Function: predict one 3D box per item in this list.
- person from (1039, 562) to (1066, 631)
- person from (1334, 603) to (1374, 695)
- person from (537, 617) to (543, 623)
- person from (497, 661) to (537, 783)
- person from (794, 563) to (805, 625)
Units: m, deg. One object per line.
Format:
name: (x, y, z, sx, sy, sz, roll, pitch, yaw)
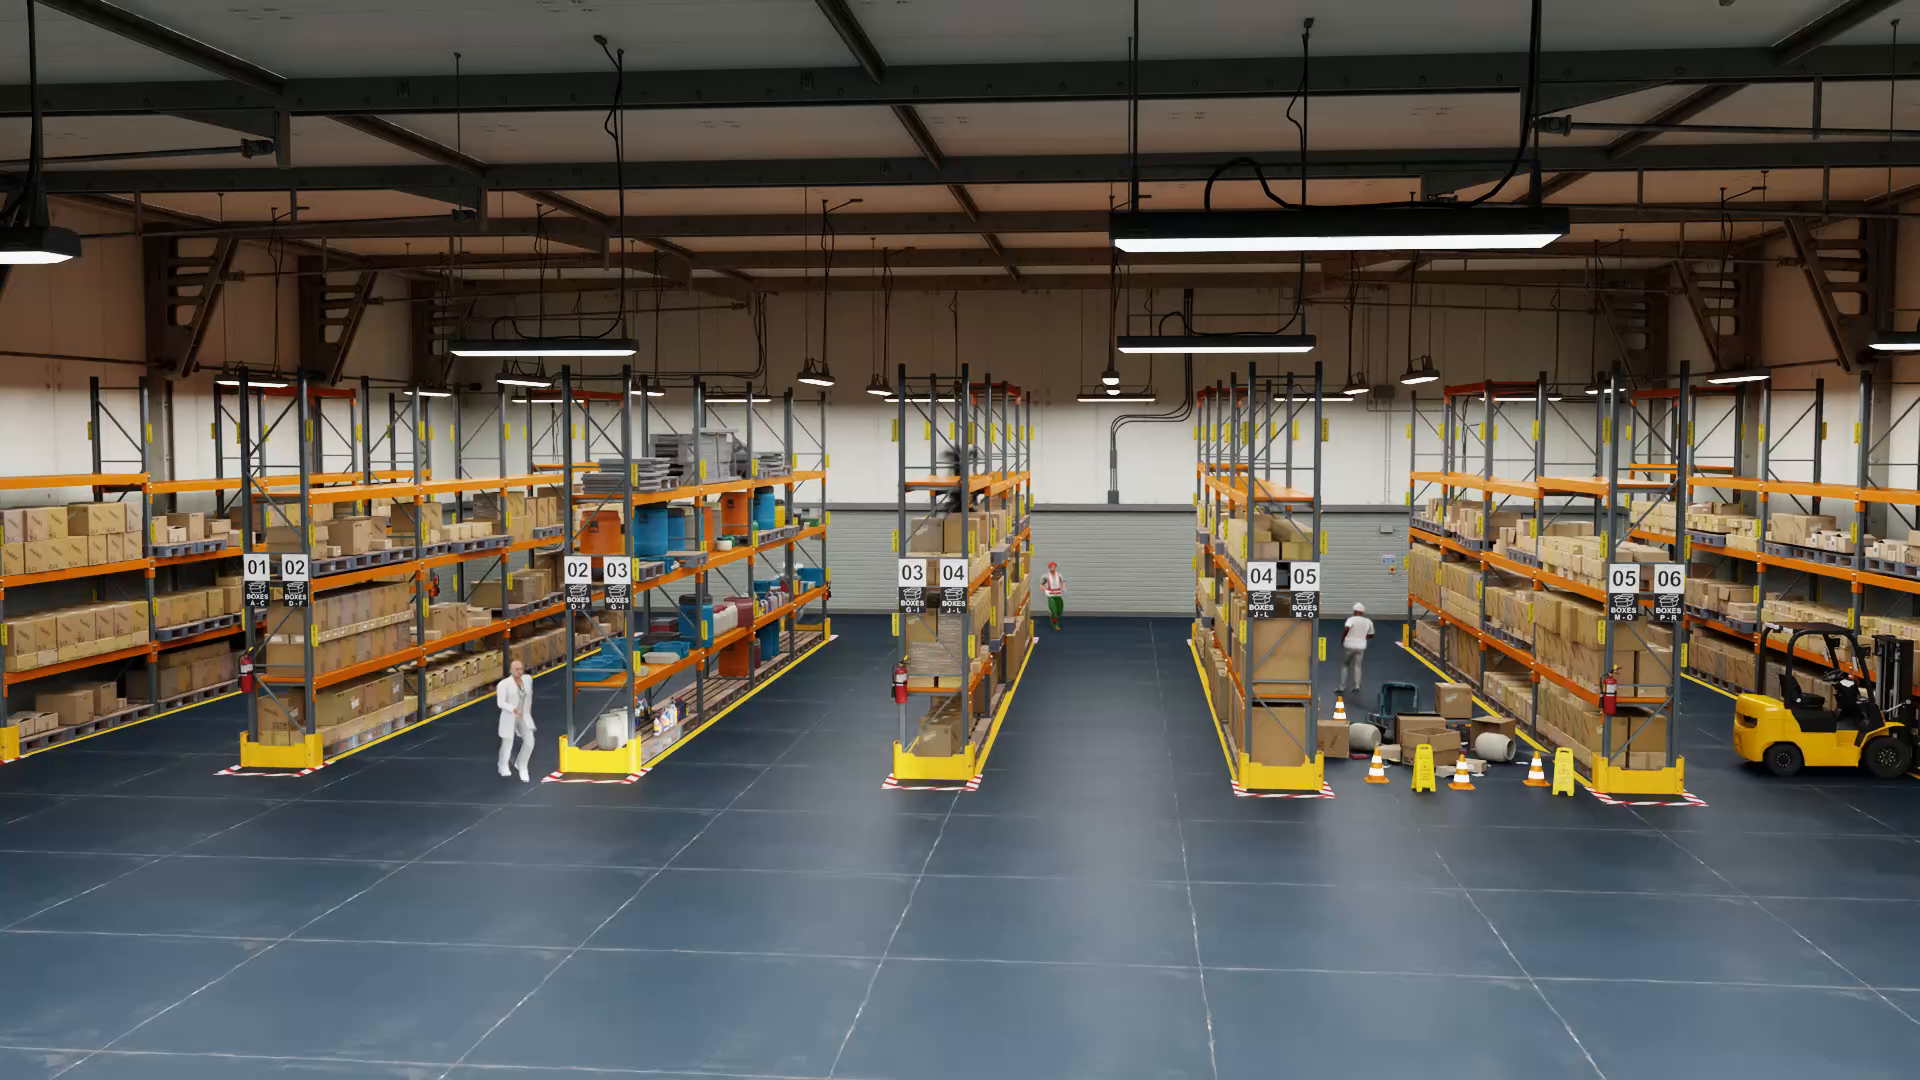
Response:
person: (2.348, 1.419, 42.280, 0.673, 1.742, 0.671, -1, 4, -20)
person: (7.567, 2.081, 31.647, 0.687, 1.767, 0.927, 0, 4, -3)
person: (-10.327, 1.669, 40.325, 0.594, 1.500, 0.850, -1, 4, -11)
person: (-6.342, 2.601, 23.801, 0.650, 1.777, 1.077, -3, 5, -36)
person: (-4.184, 1.442, 42.276, 0.532, 1.712, 0.749, 1, 4, 21)
